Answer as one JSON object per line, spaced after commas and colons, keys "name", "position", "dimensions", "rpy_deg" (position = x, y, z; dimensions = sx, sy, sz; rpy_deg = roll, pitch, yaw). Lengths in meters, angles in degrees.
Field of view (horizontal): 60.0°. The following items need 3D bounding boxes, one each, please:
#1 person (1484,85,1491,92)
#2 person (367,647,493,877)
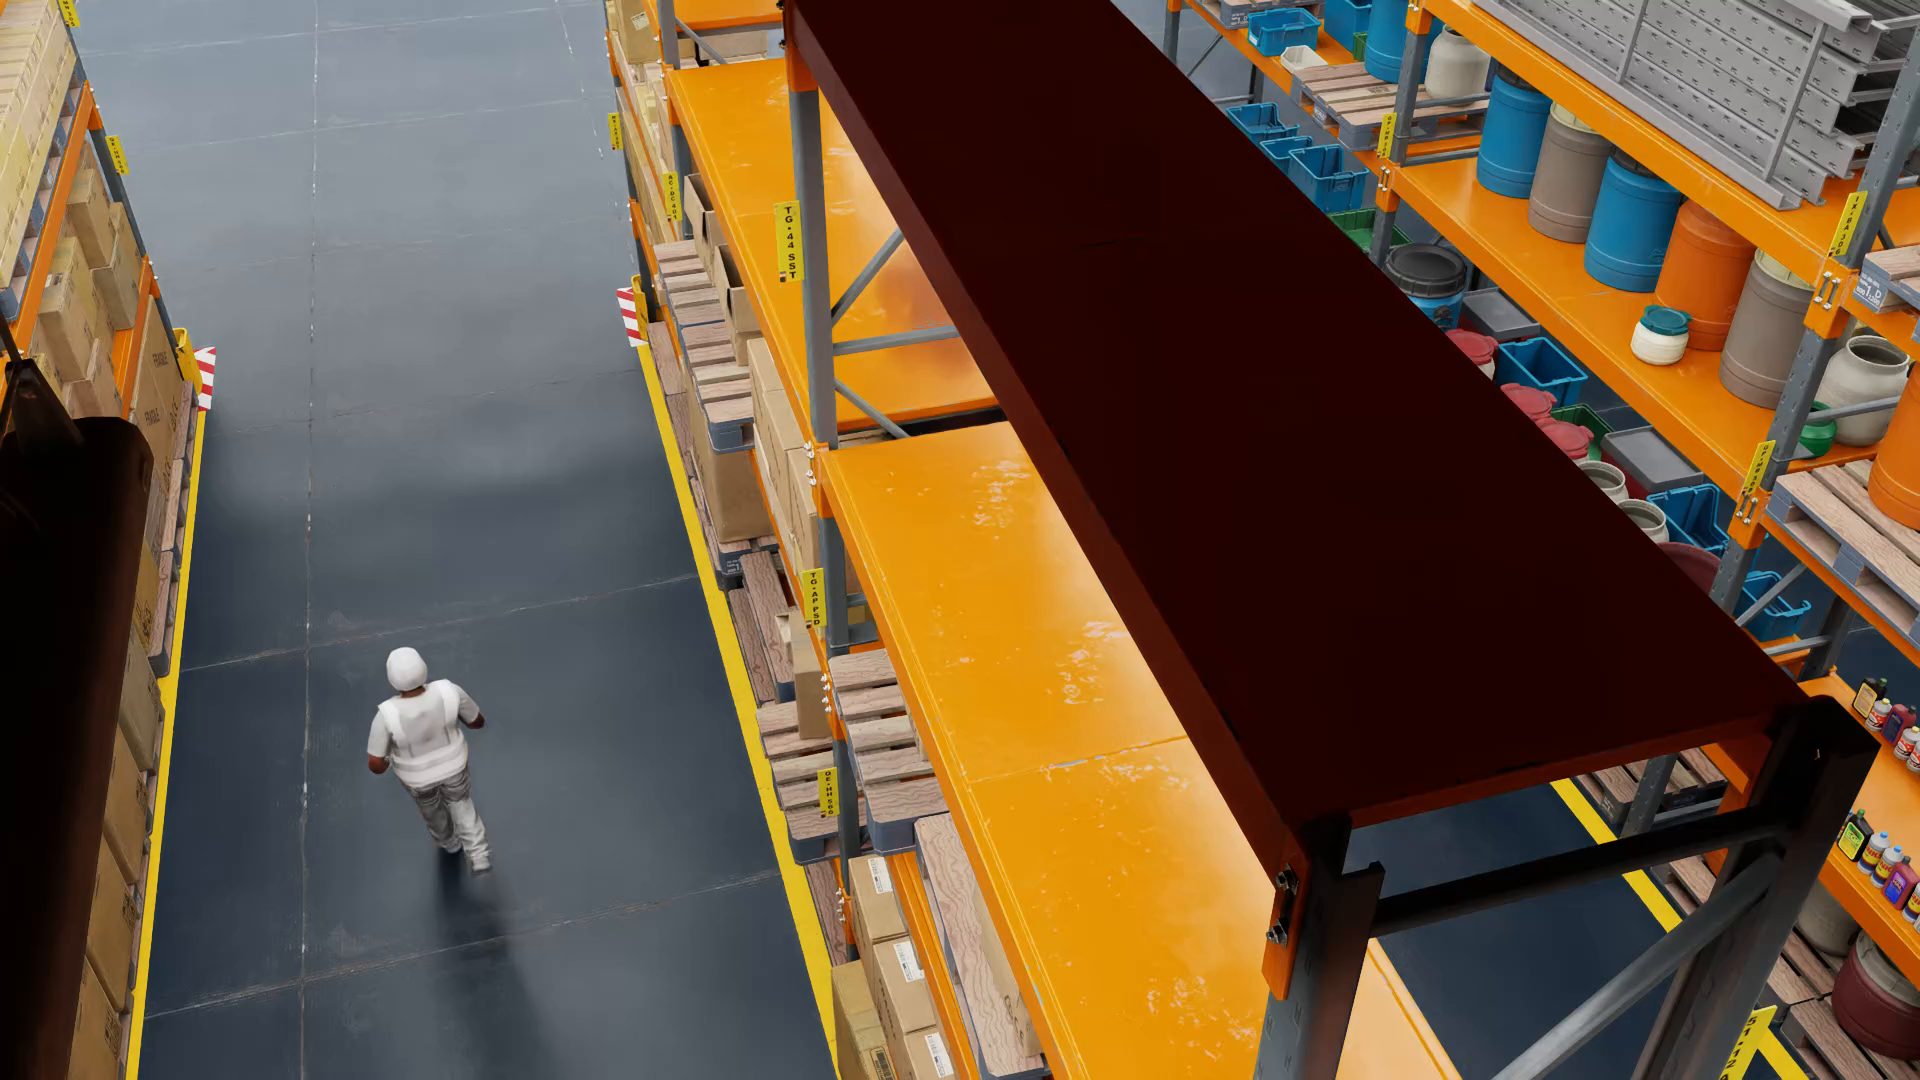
{"name": "person", "position": [5.564, -5.441, 18.356], "dimensions": [0.869, 1.635, 0.622], "rpy_deg": [5, 39, 6]}
{"name": "person", "position": [-3.084, 1.335, 9.735], "dimensions": [0.683, 1.765, 0.849], "rpy_deg": [-19, 42, -23]}
